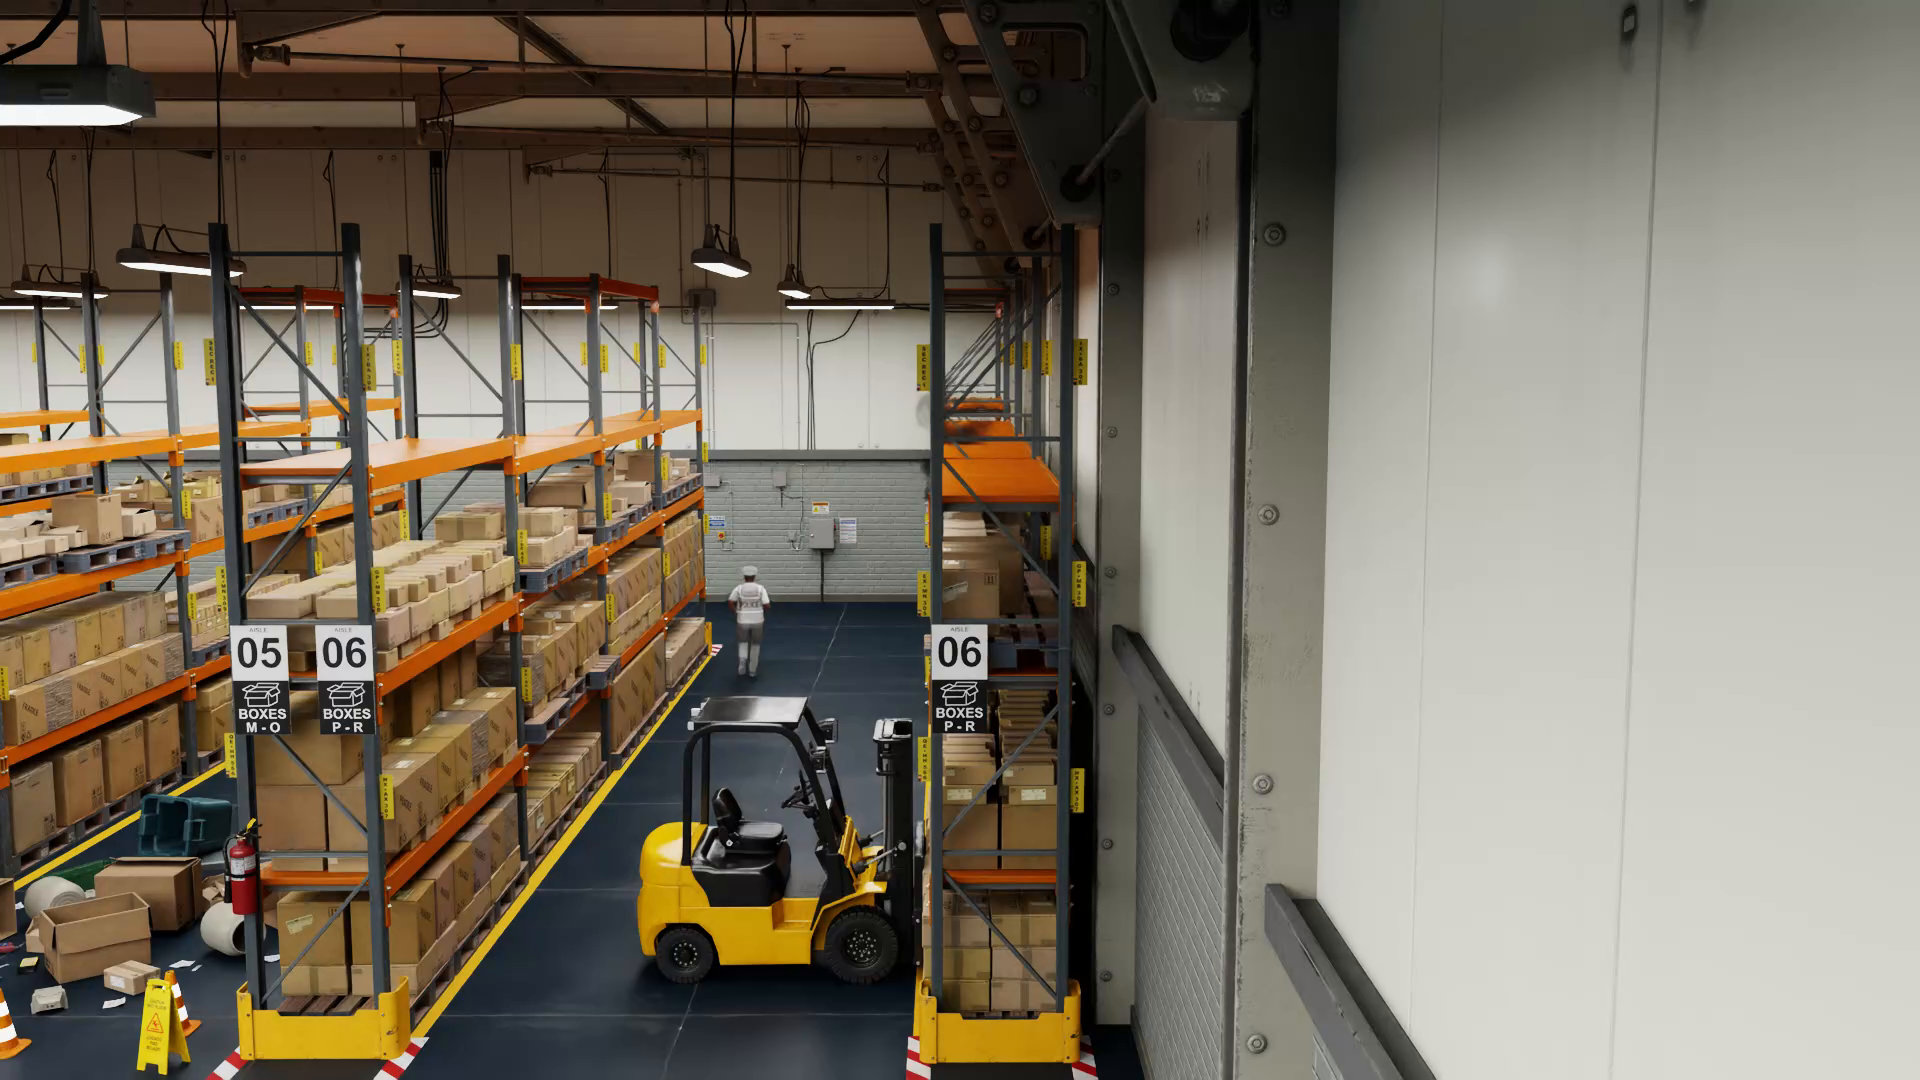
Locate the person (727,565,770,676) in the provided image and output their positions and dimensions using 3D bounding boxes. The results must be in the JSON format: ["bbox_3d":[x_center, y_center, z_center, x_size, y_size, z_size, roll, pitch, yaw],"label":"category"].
[{"bbox_3d":[-3.299,1.258,26.093,0.653,1.731,0.606,0,7,-3],"label":"person"}]
